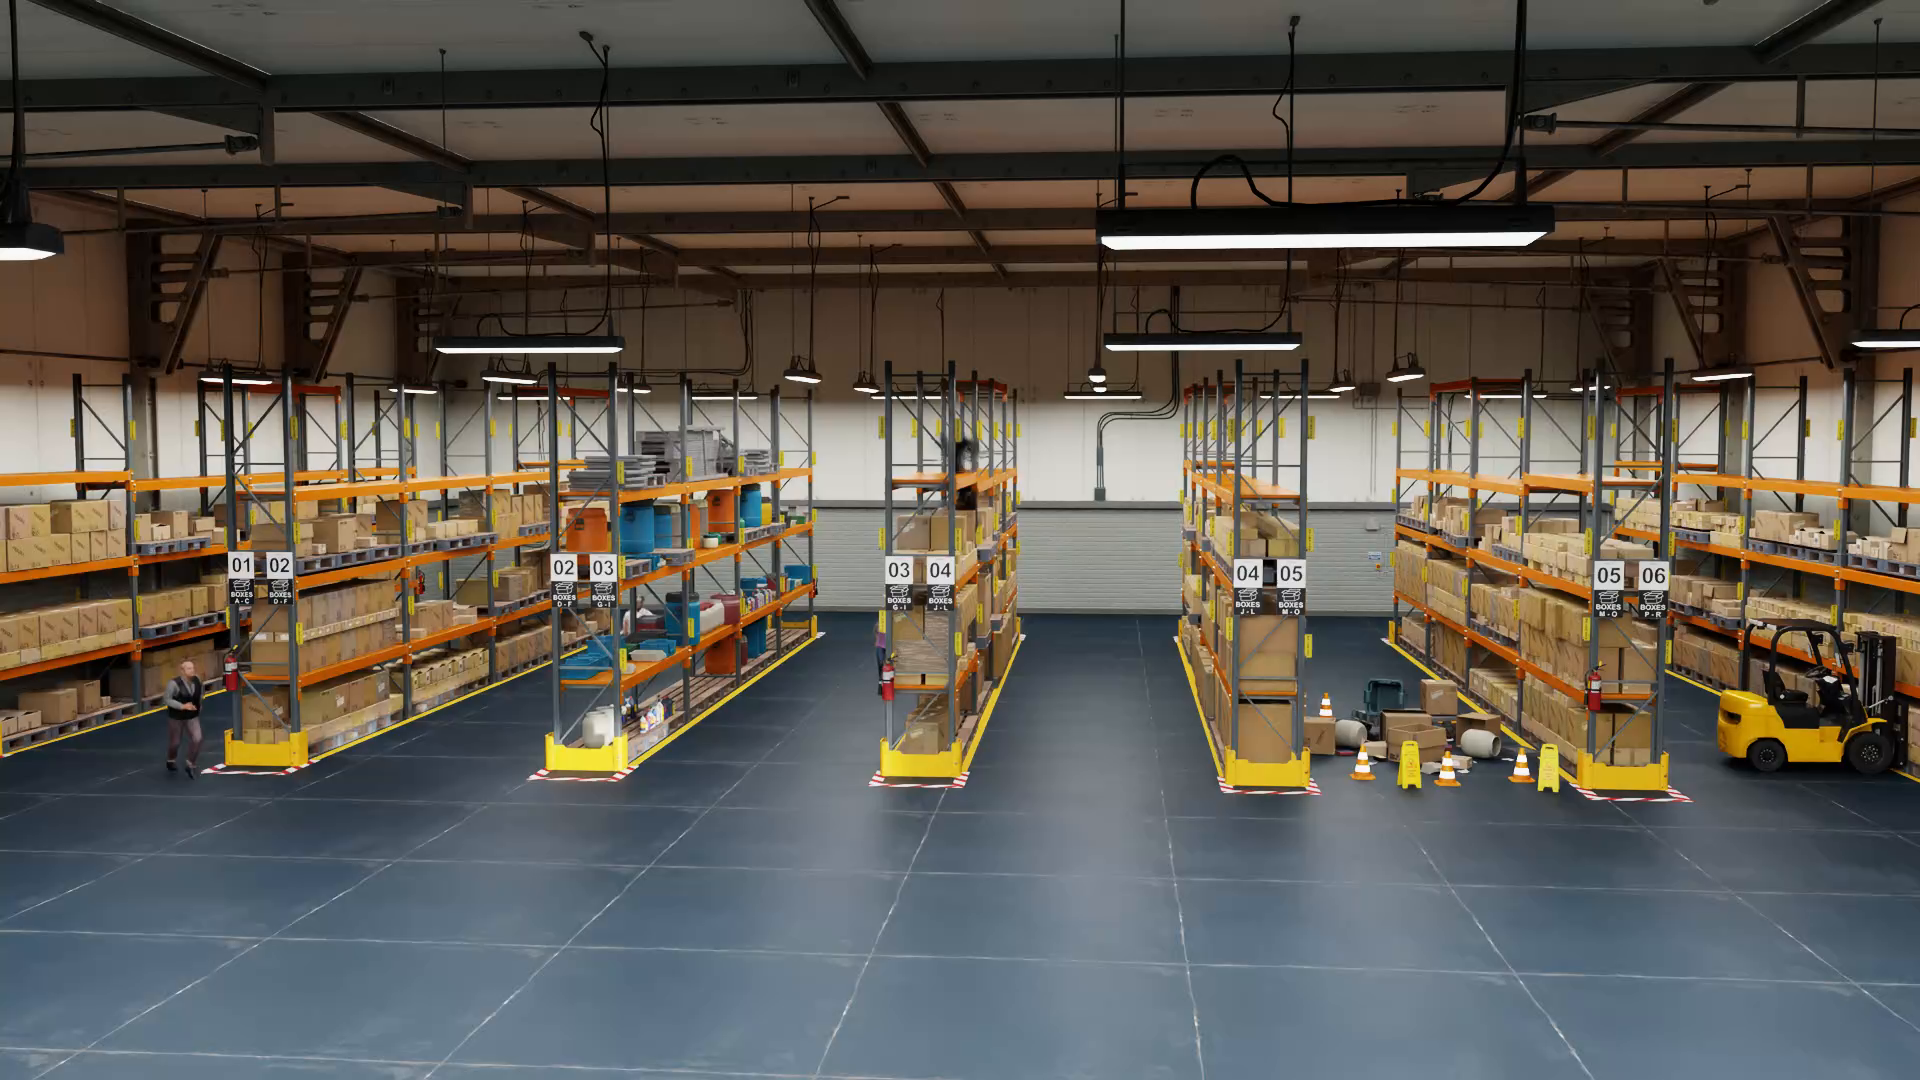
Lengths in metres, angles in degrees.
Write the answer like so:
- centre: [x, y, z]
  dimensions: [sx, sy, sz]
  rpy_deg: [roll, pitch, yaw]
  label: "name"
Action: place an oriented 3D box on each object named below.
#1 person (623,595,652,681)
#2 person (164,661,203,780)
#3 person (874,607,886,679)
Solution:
- centre: [-6.393, 1.959, 32.892]
  dimensions: [0.659, 1.749, 0.646]
  rpy_deg: [0, 4, 1]
  label: "person"
- centre: [-11.249, 2.594, 24.066]
  dimensions: [0.901, 1.726, 0.663]
  rpy_deg: [3, 5, 42]
  label: "person"
- centre: [-1.444, 2.098, 32.229]
  dimensions: [0.448, 1.606, 0.789]
  rpy_deg: [0, 4, -1]
  label: "person"
